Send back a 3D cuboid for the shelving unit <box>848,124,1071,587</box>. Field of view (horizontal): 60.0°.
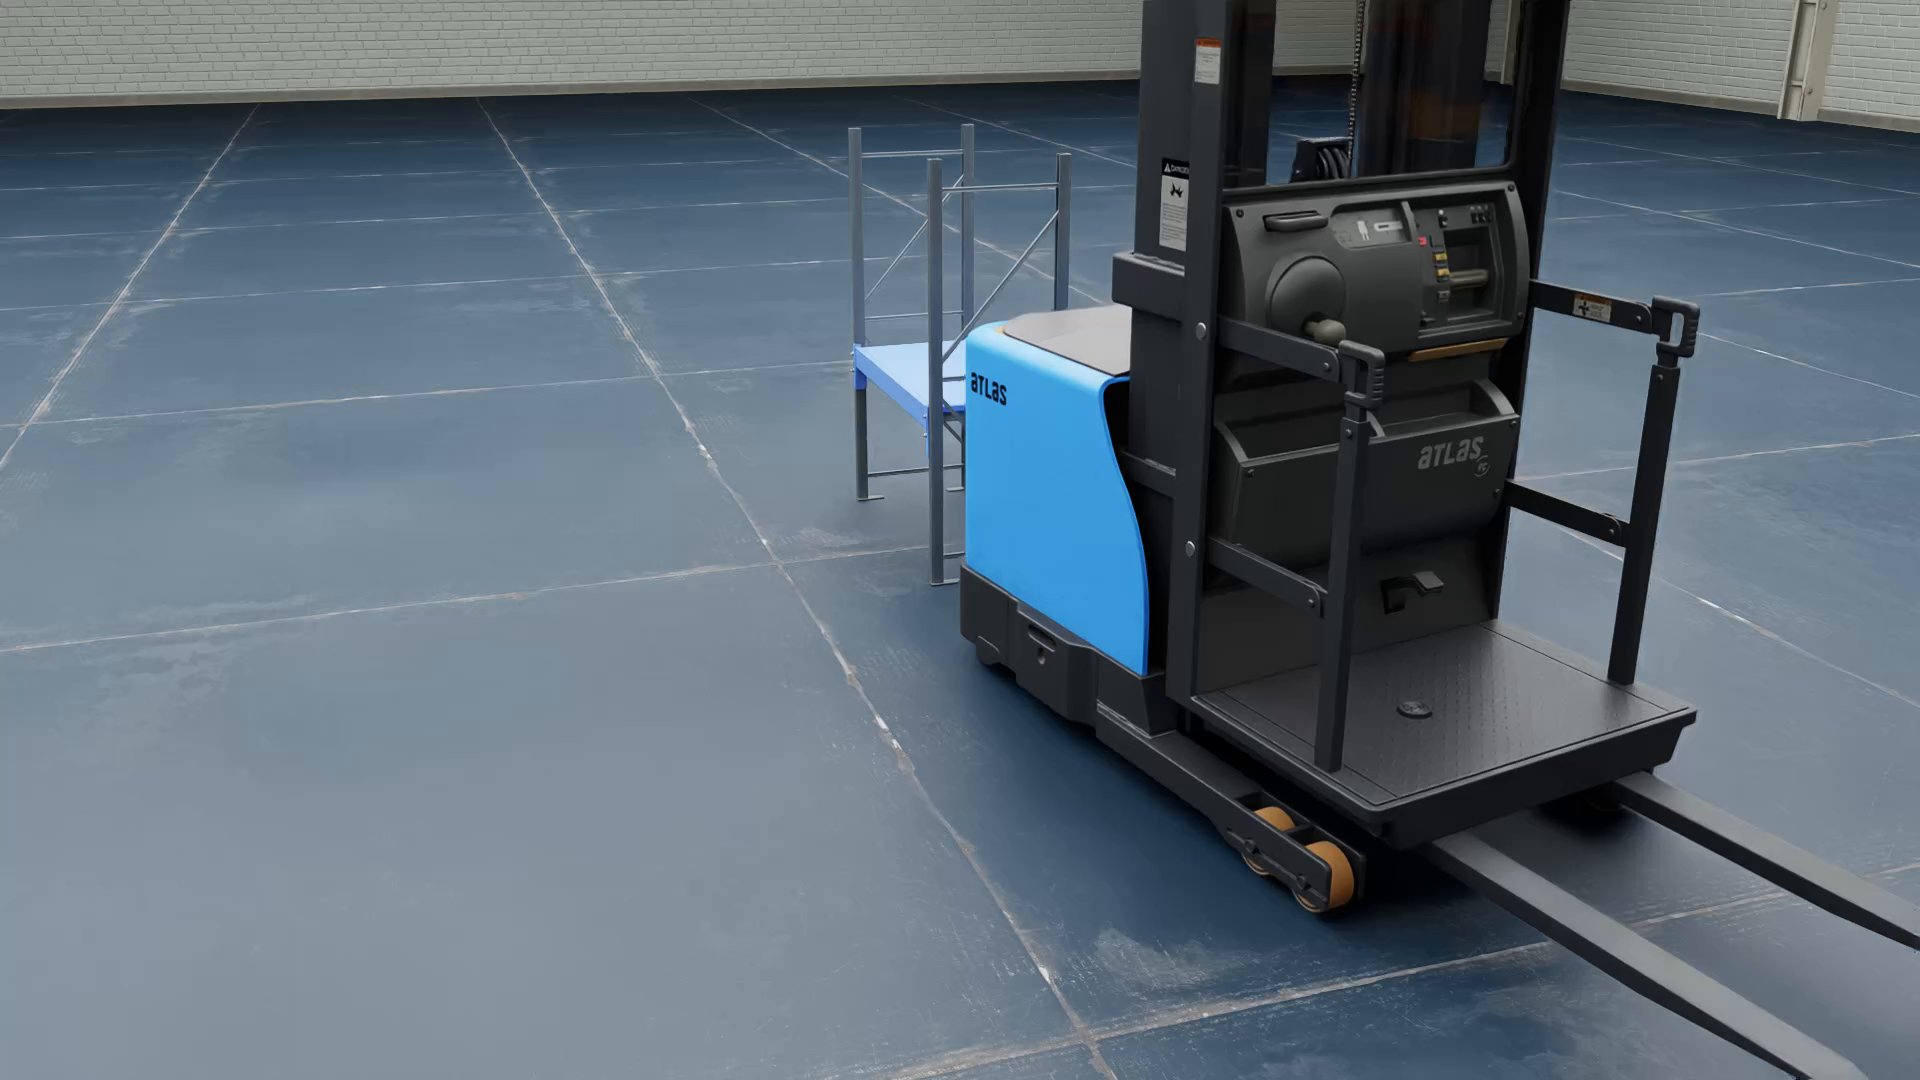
[{"bbox_3d":[-0.027,-0.733,6.239,0.538,1.500,1.048,-6,21,-17],"label":"shelving unit"}]

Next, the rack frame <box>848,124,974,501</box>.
[{"bbox_3d":[-0.187,-0.896,6.693,0.500,1.500,0.032,-6,21,-17],"label":"rack frame"}]

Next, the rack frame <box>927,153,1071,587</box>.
[{"bbox_3d":[0.133,-0.570,5.785,0.500,1.500,0.032,-6,21,-17],"label":"rack frame"}]

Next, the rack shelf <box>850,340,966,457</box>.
[{"bbox_3d":[-0.027,-0.564,6.300,0.538,0.185,1.000,-6,21,-17],"label":"rack shelf"}]

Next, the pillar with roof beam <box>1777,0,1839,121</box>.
[{"bbox_3d":[6.832,-9.261,18.888,9.100,9.000,0.400,-6,21,-17],"label":"pillar with roof beam"}]

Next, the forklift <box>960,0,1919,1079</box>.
[{"bbox_3d":[1.157,-0.670,3.945,1.130,2.935,3.031,-11,22,-27],"label":"forklift"}]

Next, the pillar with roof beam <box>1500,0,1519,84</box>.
[{"bbox_3d":[4.947,-11.186,24.248,9.100,9.000,0.400,-6,21,-17],"label":"pillar with roof beam"}]
